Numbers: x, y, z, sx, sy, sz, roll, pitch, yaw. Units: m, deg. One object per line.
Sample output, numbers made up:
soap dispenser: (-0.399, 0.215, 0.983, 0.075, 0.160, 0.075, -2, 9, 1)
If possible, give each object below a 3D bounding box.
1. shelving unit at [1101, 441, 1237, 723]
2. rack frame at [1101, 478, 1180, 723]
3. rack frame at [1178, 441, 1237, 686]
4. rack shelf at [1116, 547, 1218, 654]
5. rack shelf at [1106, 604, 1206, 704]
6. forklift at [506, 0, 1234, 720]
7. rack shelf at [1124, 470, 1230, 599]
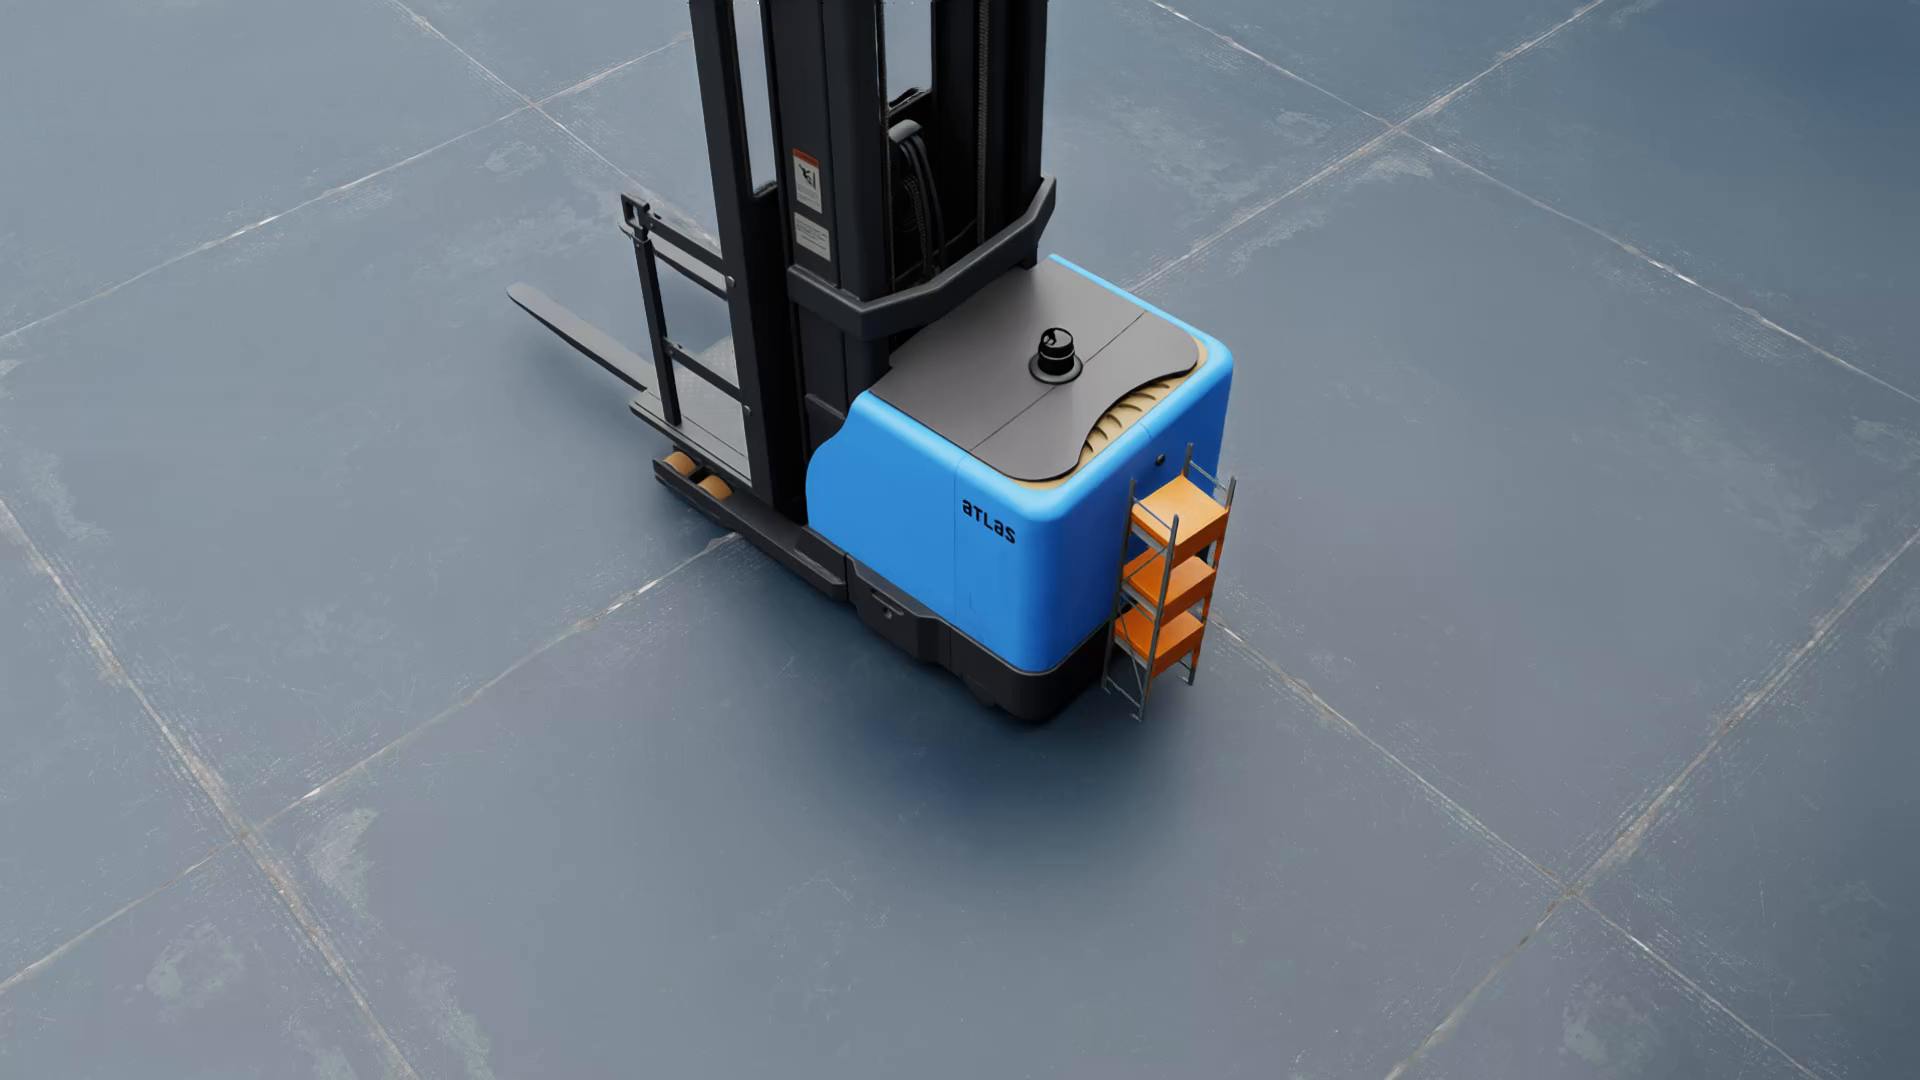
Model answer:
shelving unit: (0.660, 0.162, 5.381, 0.252, 1.050, 0.215, -32, 57, -26)
rack frame: (0.567, 0.220, 5.328, 0.008, 1.050, 0.200, -32, 57, -26)
rack frame: (0.753, 0.104, 5.435, 0.008, 1.050, 0.200, -32, 57, -26)
rack shelf: (0.660, 0.169, 5.389, 0.240, 0.259, 0.215, -32, 57, -26)
rack shelf: (0.654, 0.352, 5.598, 0.240, 0.259, 0.215, -32, 57, -26)
forklift: (-0.536, -1.333, 5.486, 3.031, 2.935, 1.130, 33, 55, 27)
rack shelf: (0.666, -0.018, 5.176, 0.240, 0.259, 0.215, -32, 57, -26)
